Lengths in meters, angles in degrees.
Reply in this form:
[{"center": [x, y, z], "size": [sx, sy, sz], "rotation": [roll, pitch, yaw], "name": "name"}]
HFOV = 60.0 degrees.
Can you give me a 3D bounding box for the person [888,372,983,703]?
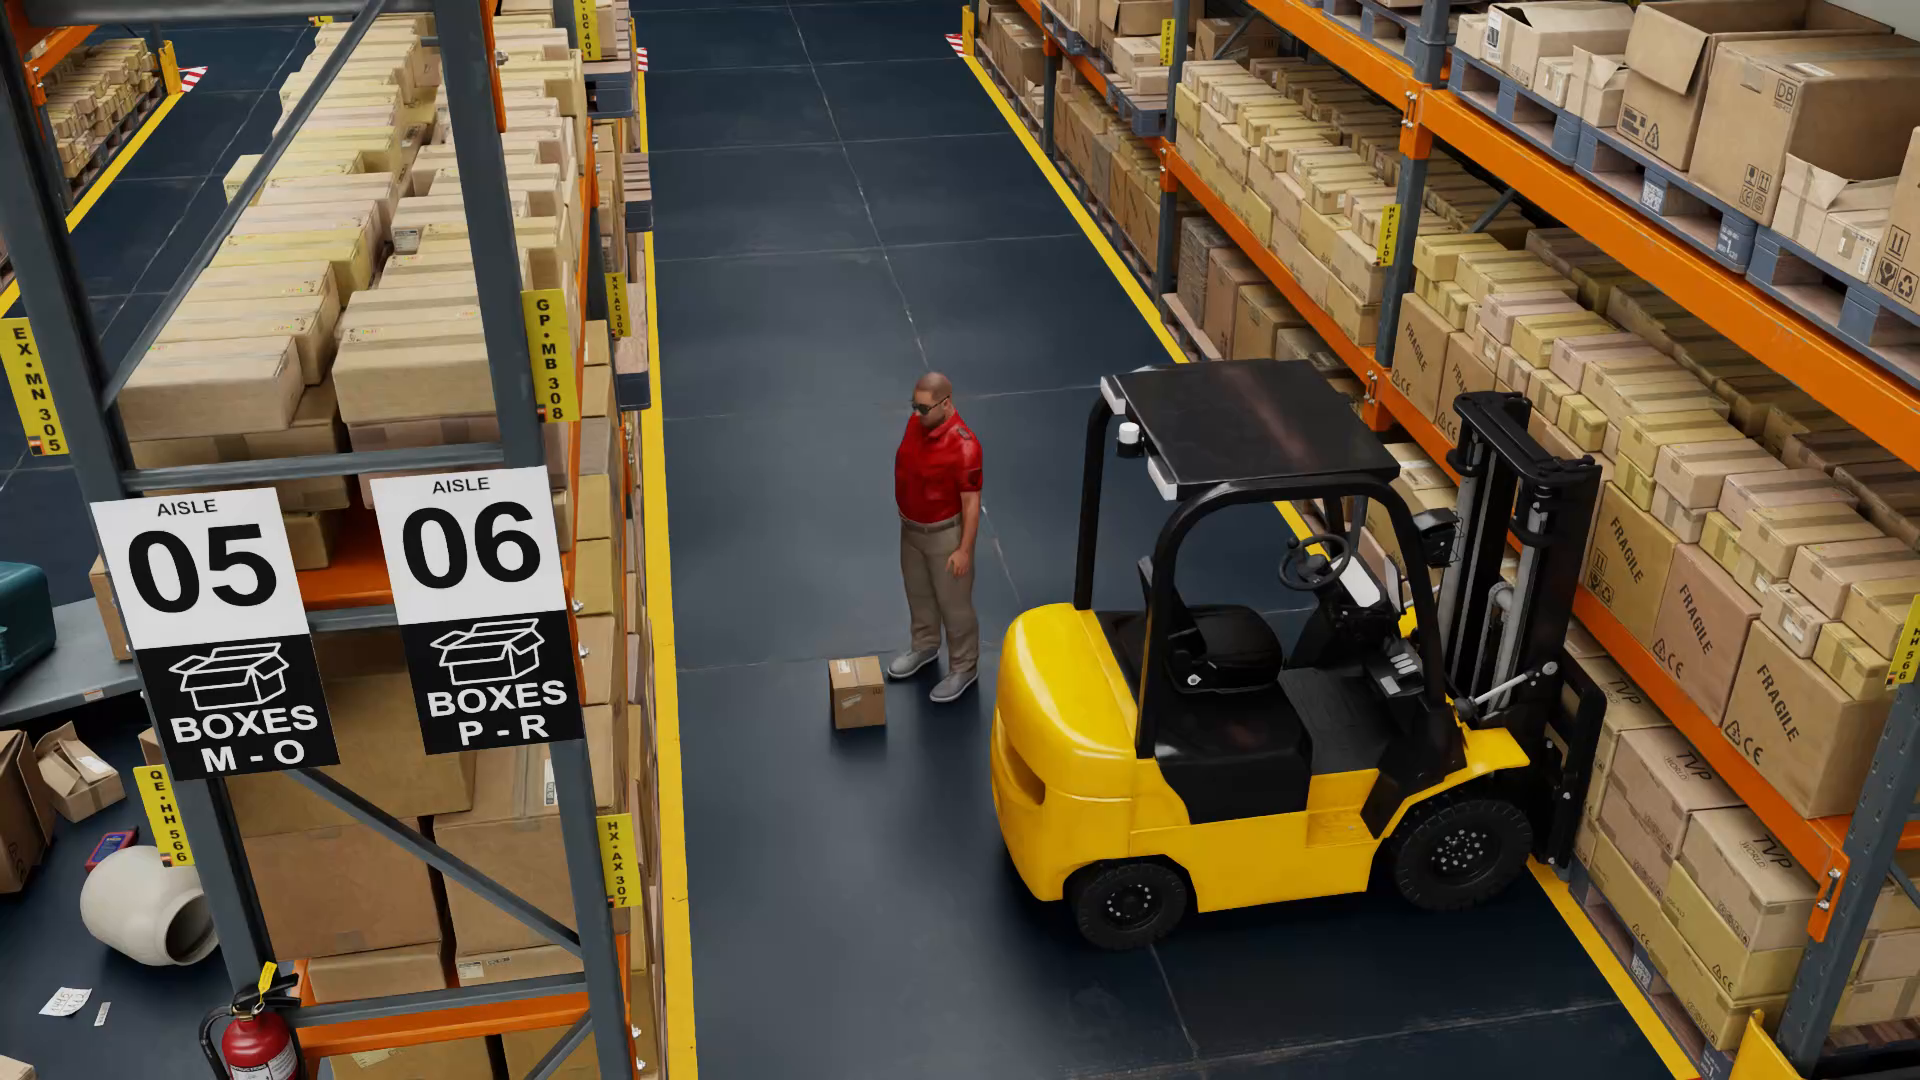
[{"center": [-0.126, -0.026, 8.191], "size": [0.382, 1.727, 0.534], "rotation": [-21, 36, -31], "name": "person"}]
